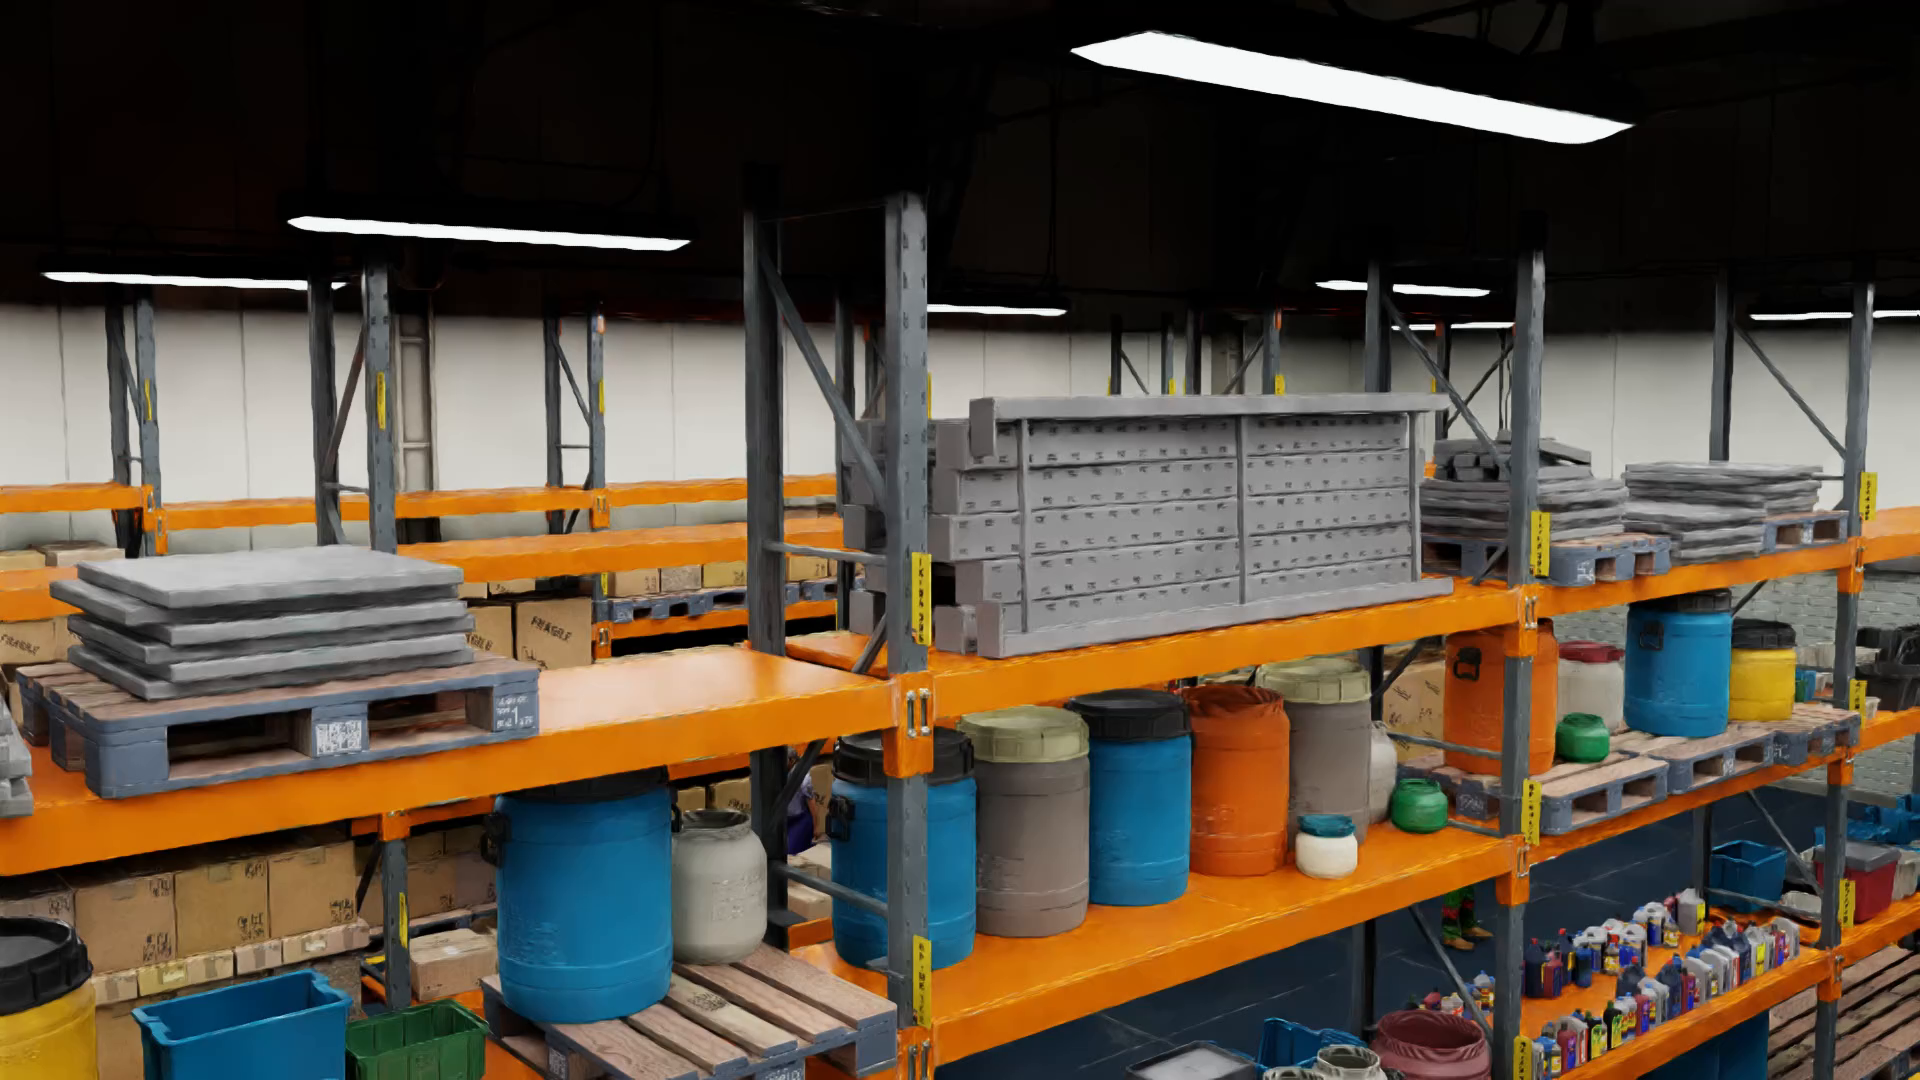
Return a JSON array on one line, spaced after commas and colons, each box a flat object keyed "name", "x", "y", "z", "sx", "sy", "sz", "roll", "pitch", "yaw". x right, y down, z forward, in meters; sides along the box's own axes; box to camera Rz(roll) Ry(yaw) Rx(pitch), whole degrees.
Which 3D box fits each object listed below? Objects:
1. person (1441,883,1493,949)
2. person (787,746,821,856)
[{"name": "person", "x": 4.664, "y": 2.795, "z": 15.214, "sx": 0.442, "sy": 1.792, "sz": 0.606, "roll": 2, "pitch": 6, "yaw": 20}, {"name": "person", "x": -1.653, "y": 2.791, "z": 16.430, "sx": 1.091, "sy": 1.566, "sz": 0.480, "roll": -5, "pitch": 7, "yaw": -42}]
